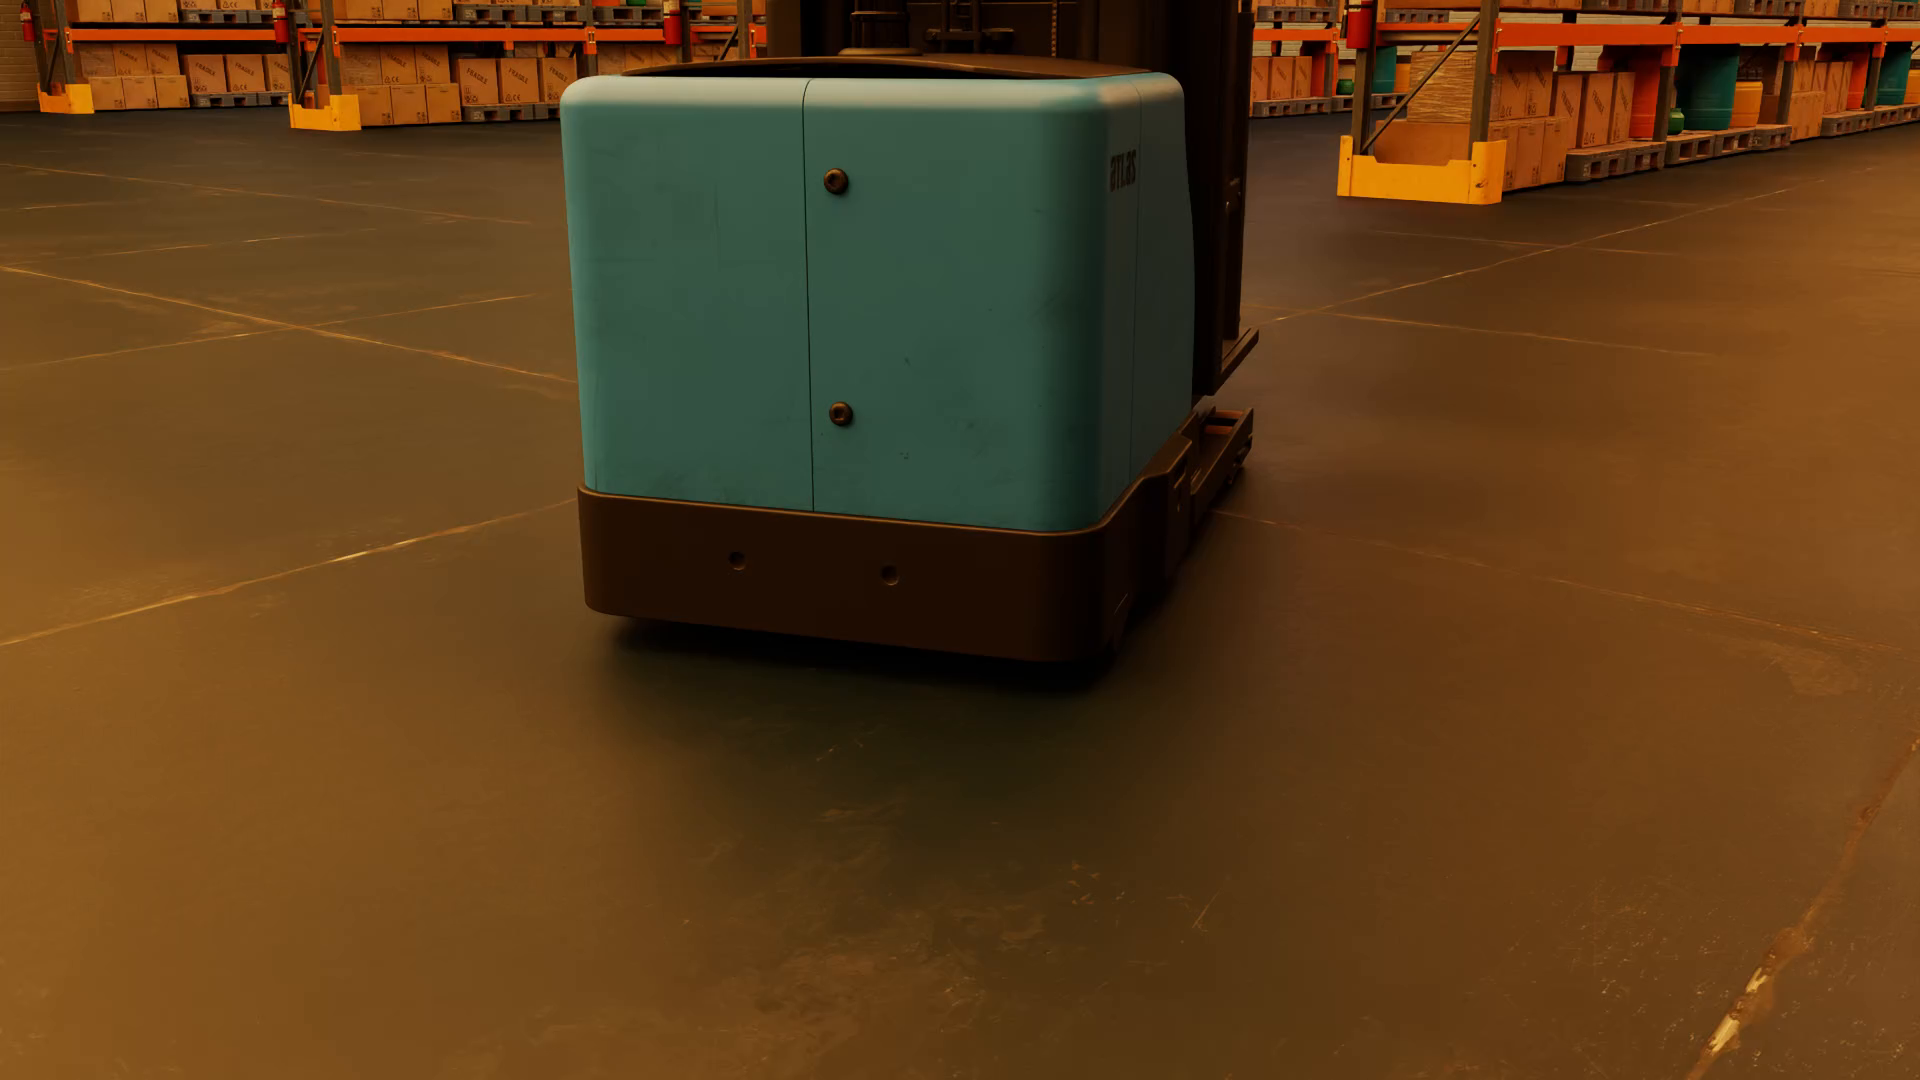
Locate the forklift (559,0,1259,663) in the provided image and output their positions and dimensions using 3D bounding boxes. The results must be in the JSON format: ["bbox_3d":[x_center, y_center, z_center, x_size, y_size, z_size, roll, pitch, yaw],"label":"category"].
[{"bbox_3d":[0.182,-1.571,4.072,1.130,2.935,3.031,5,18,17],"label":"forklift"}]
